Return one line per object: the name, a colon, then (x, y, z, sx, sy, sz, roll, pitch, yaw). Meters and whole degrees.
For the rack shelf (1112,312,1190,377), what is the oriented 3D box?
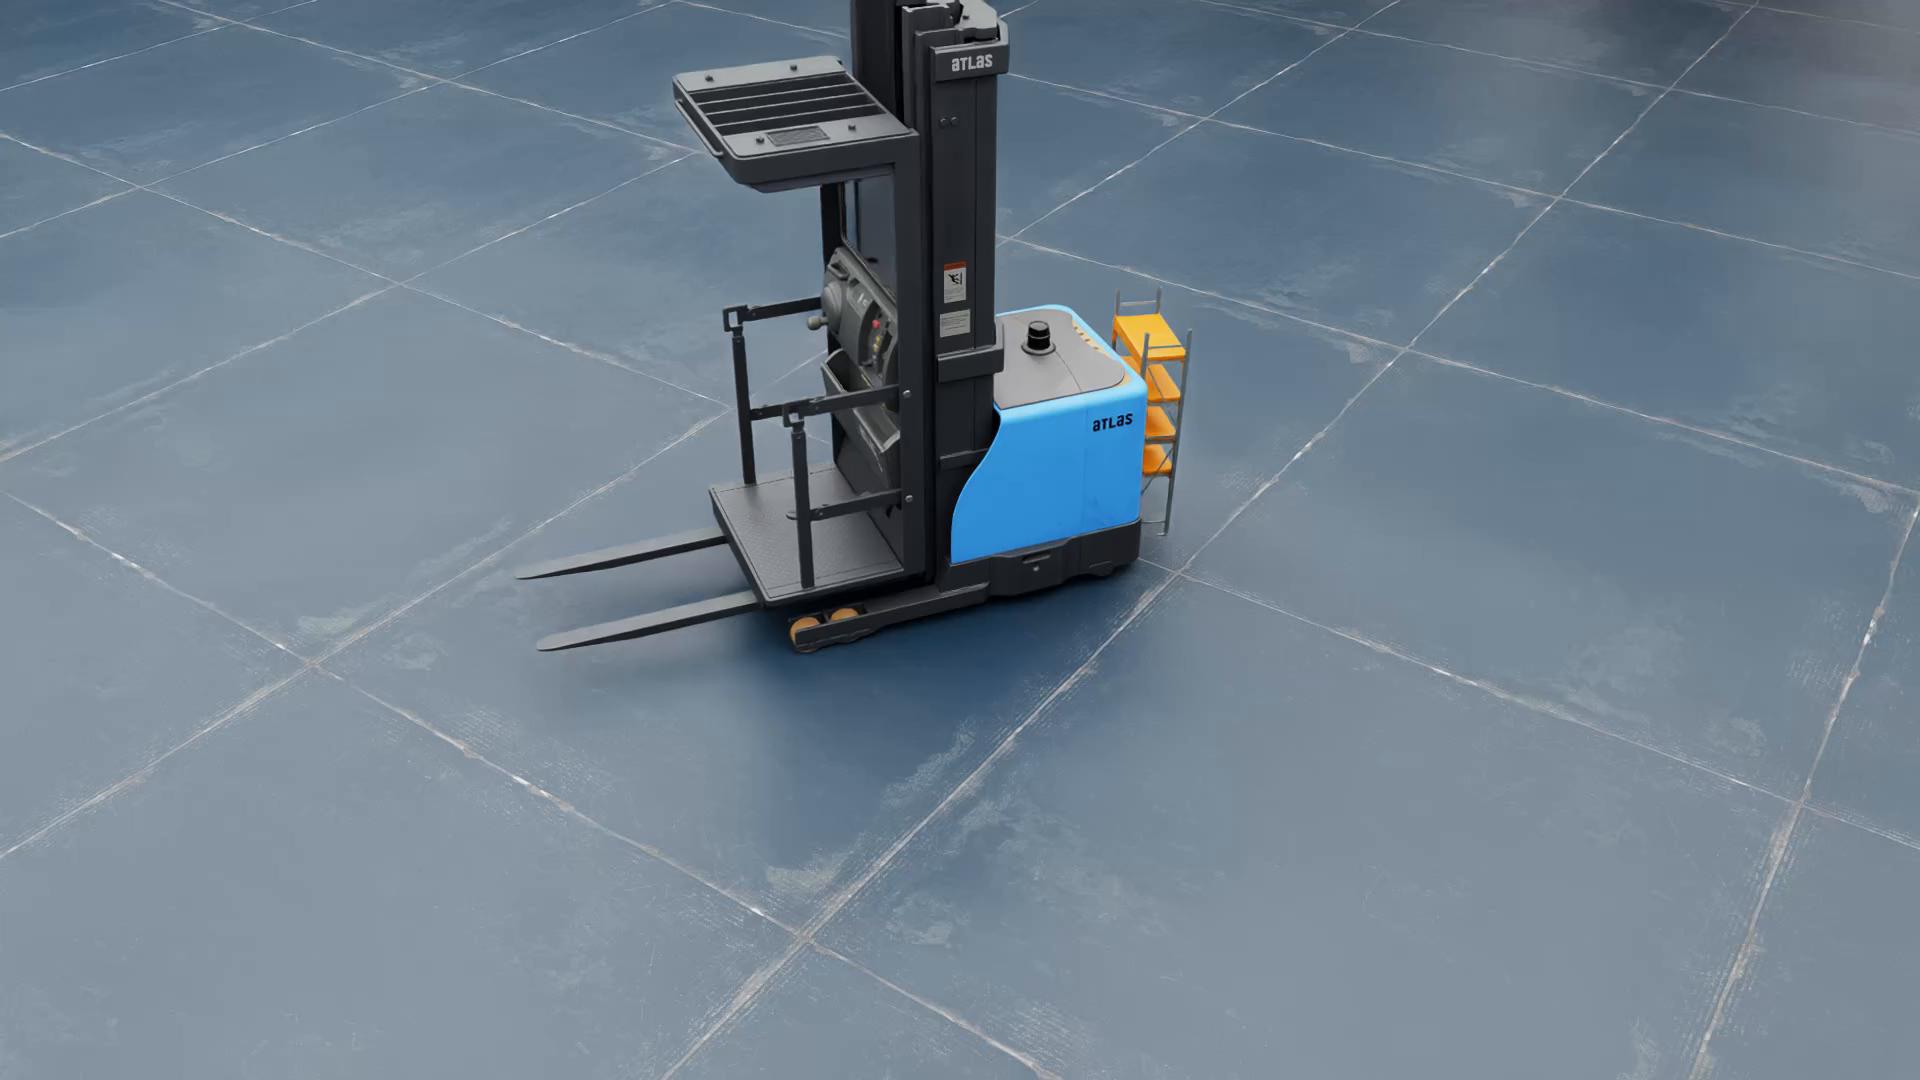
rack shelf: (0.961, -0.978, 8.417, 0.258, 0.148, 0.480, -5, 34, -11)

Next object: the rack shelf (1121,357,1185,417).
rack shelf: (0.954, -0.782, 8.548, 0.258, 0.148, 0.480, -5, 34, -11)

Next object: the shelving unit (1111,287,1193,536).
shelving unit: (0.949, -0.652, 8.635, 0.258, 1.200, 0.503, -5, 34, -11)

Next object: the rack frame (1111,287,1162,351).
rack frame: (0.898, -0.785, 8.832, 0.240, 1.200, 0.015, -5, 34, -11)

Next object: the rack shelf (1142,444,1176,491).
rack shelf: (0.940, -0.431, 8.782, 0.258, 0.148, 0.480, -5, 34, -11)

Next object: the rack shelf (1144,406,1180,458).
rack shelf: (0.947, -0.596, 8.672, 0.258, 0.148, 0.480, -5, 34, -11)

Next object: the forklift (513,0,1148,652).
forklift: (-0.652, -1.013, 7.632, 3.031, 2.935, 1.130, -13, 36, -18)

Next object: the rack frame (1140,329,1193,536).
rack frame: (1.000, -0.518, 8.437, 0.240, 1.200, 0.015, -5, 34, -11)
